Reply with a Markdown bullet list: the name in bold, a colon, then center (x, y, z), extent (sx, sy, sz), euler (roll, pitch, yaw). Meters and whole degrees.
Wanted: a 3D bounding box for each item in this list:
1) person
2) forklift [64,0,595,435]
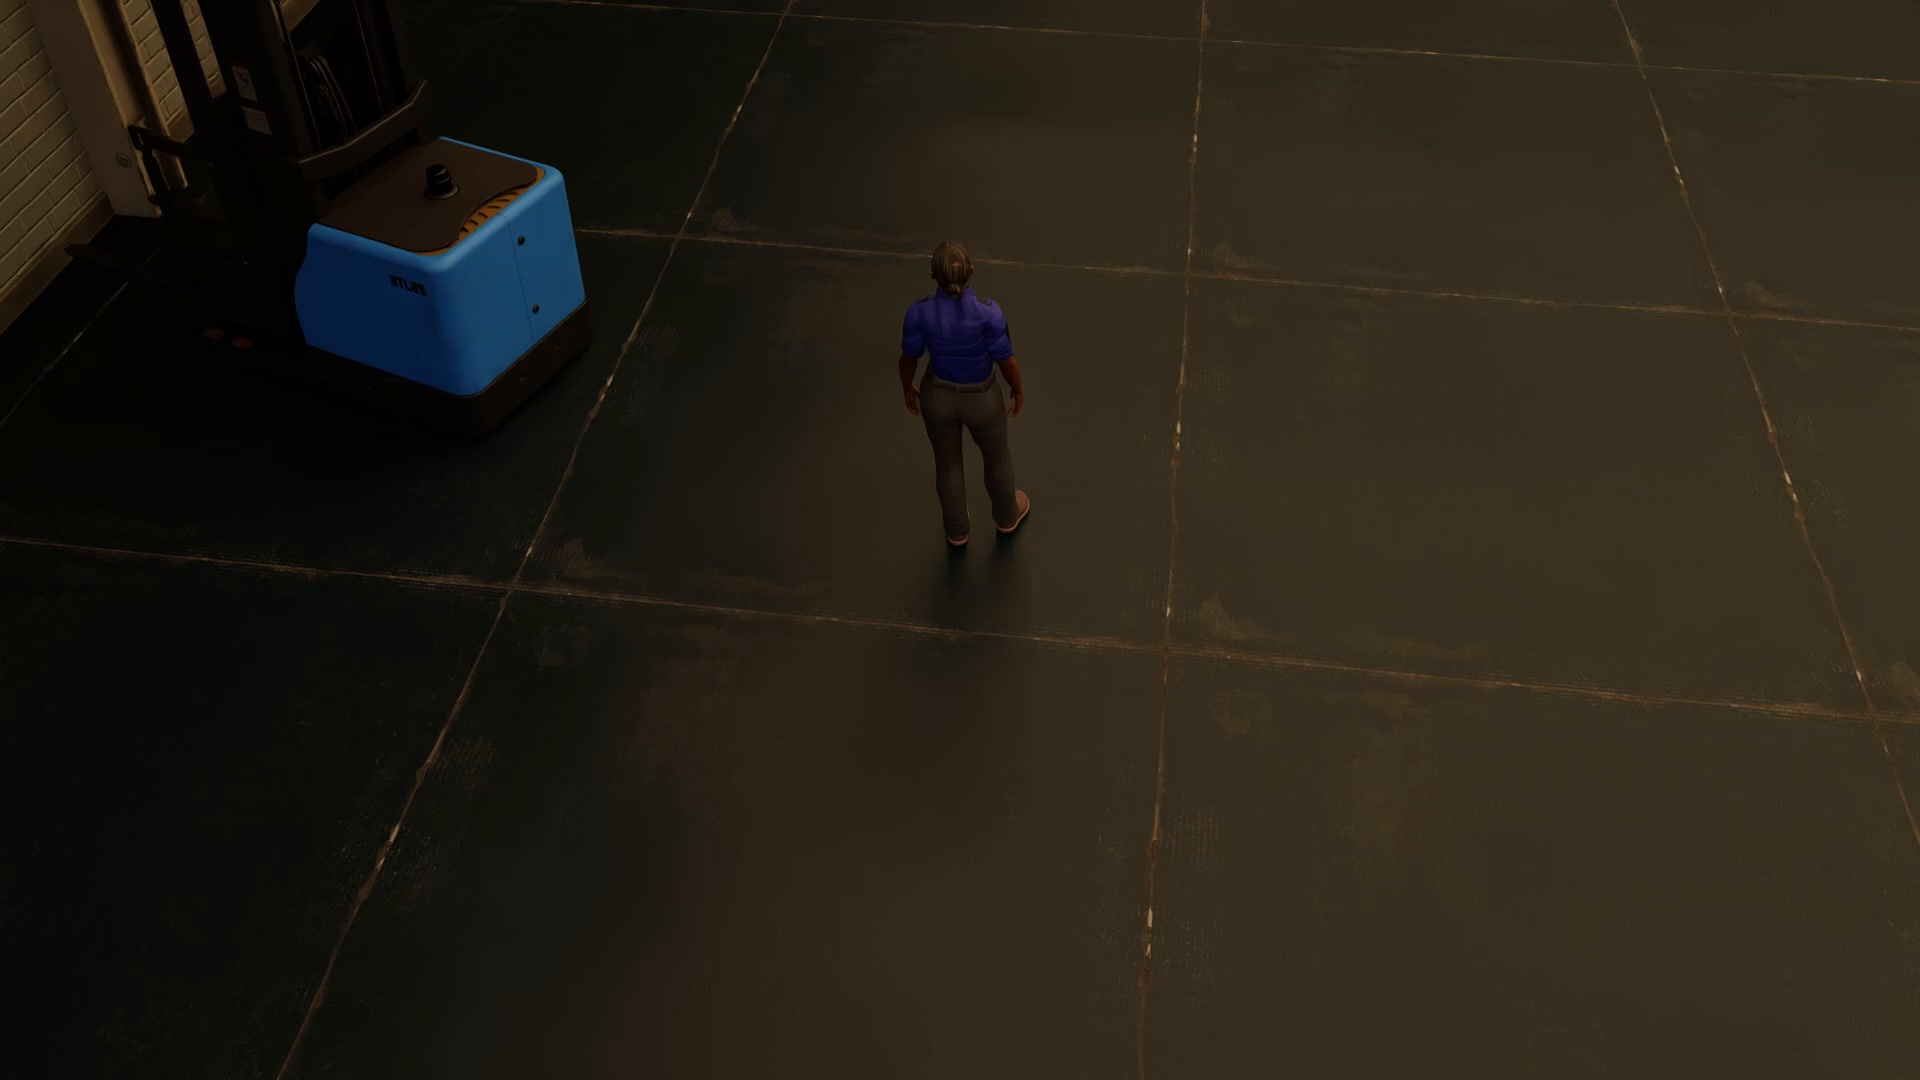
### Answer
- **person**: center (0.031, -0.672, 7.389), extent (0.570, 1.656, 0.503), euler (5, 43, 6)
- **forklift**: center (-3.528, -2.297, 8.225), extent (3.031, 2.935, 1.130), euler (18, 46, 19)
